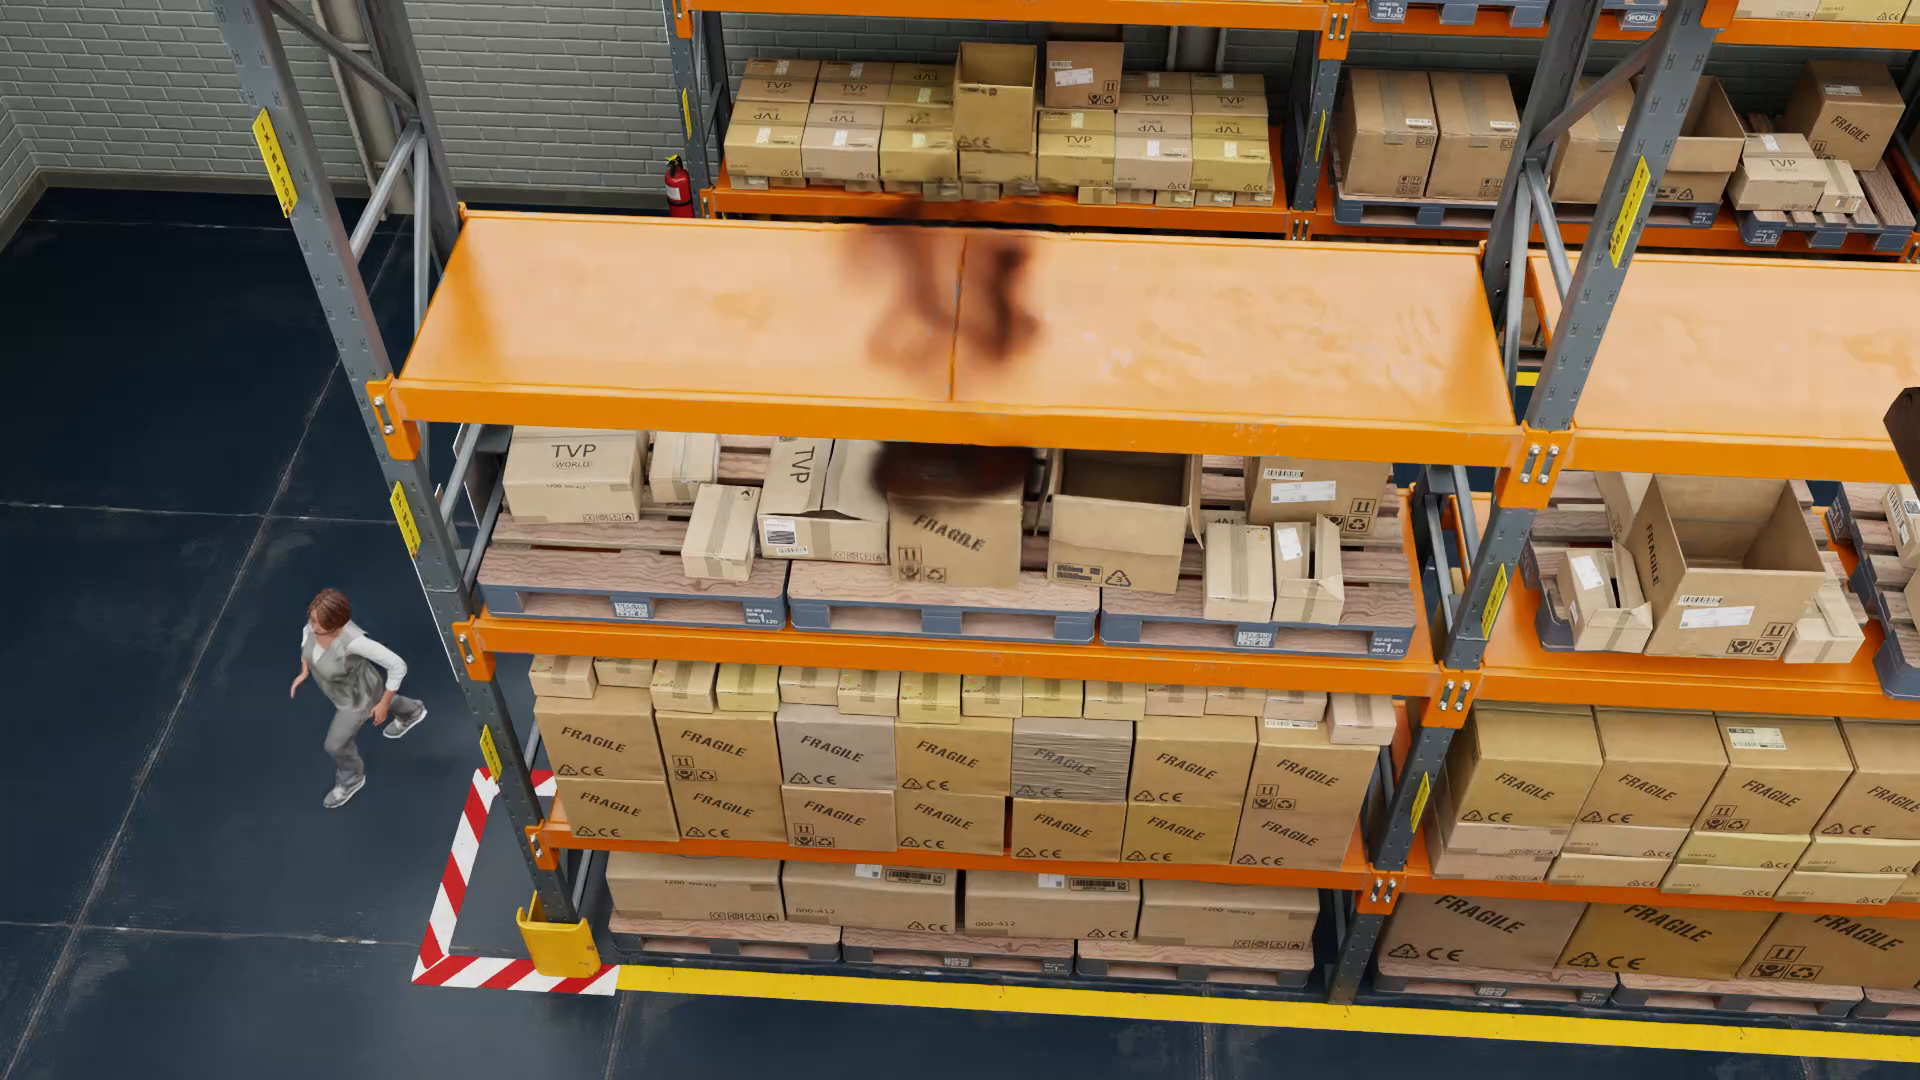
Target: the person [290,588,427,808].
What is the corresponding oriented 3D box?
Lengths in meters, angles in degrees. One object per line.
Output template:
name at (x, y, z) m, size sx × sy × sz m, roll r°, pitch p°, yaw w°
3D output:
person at (-3.164, 0.810, 8.714) m, size 0.600 × 1.605 × 0.731 m, roll 36°, pitch 57°, yaw 28°
